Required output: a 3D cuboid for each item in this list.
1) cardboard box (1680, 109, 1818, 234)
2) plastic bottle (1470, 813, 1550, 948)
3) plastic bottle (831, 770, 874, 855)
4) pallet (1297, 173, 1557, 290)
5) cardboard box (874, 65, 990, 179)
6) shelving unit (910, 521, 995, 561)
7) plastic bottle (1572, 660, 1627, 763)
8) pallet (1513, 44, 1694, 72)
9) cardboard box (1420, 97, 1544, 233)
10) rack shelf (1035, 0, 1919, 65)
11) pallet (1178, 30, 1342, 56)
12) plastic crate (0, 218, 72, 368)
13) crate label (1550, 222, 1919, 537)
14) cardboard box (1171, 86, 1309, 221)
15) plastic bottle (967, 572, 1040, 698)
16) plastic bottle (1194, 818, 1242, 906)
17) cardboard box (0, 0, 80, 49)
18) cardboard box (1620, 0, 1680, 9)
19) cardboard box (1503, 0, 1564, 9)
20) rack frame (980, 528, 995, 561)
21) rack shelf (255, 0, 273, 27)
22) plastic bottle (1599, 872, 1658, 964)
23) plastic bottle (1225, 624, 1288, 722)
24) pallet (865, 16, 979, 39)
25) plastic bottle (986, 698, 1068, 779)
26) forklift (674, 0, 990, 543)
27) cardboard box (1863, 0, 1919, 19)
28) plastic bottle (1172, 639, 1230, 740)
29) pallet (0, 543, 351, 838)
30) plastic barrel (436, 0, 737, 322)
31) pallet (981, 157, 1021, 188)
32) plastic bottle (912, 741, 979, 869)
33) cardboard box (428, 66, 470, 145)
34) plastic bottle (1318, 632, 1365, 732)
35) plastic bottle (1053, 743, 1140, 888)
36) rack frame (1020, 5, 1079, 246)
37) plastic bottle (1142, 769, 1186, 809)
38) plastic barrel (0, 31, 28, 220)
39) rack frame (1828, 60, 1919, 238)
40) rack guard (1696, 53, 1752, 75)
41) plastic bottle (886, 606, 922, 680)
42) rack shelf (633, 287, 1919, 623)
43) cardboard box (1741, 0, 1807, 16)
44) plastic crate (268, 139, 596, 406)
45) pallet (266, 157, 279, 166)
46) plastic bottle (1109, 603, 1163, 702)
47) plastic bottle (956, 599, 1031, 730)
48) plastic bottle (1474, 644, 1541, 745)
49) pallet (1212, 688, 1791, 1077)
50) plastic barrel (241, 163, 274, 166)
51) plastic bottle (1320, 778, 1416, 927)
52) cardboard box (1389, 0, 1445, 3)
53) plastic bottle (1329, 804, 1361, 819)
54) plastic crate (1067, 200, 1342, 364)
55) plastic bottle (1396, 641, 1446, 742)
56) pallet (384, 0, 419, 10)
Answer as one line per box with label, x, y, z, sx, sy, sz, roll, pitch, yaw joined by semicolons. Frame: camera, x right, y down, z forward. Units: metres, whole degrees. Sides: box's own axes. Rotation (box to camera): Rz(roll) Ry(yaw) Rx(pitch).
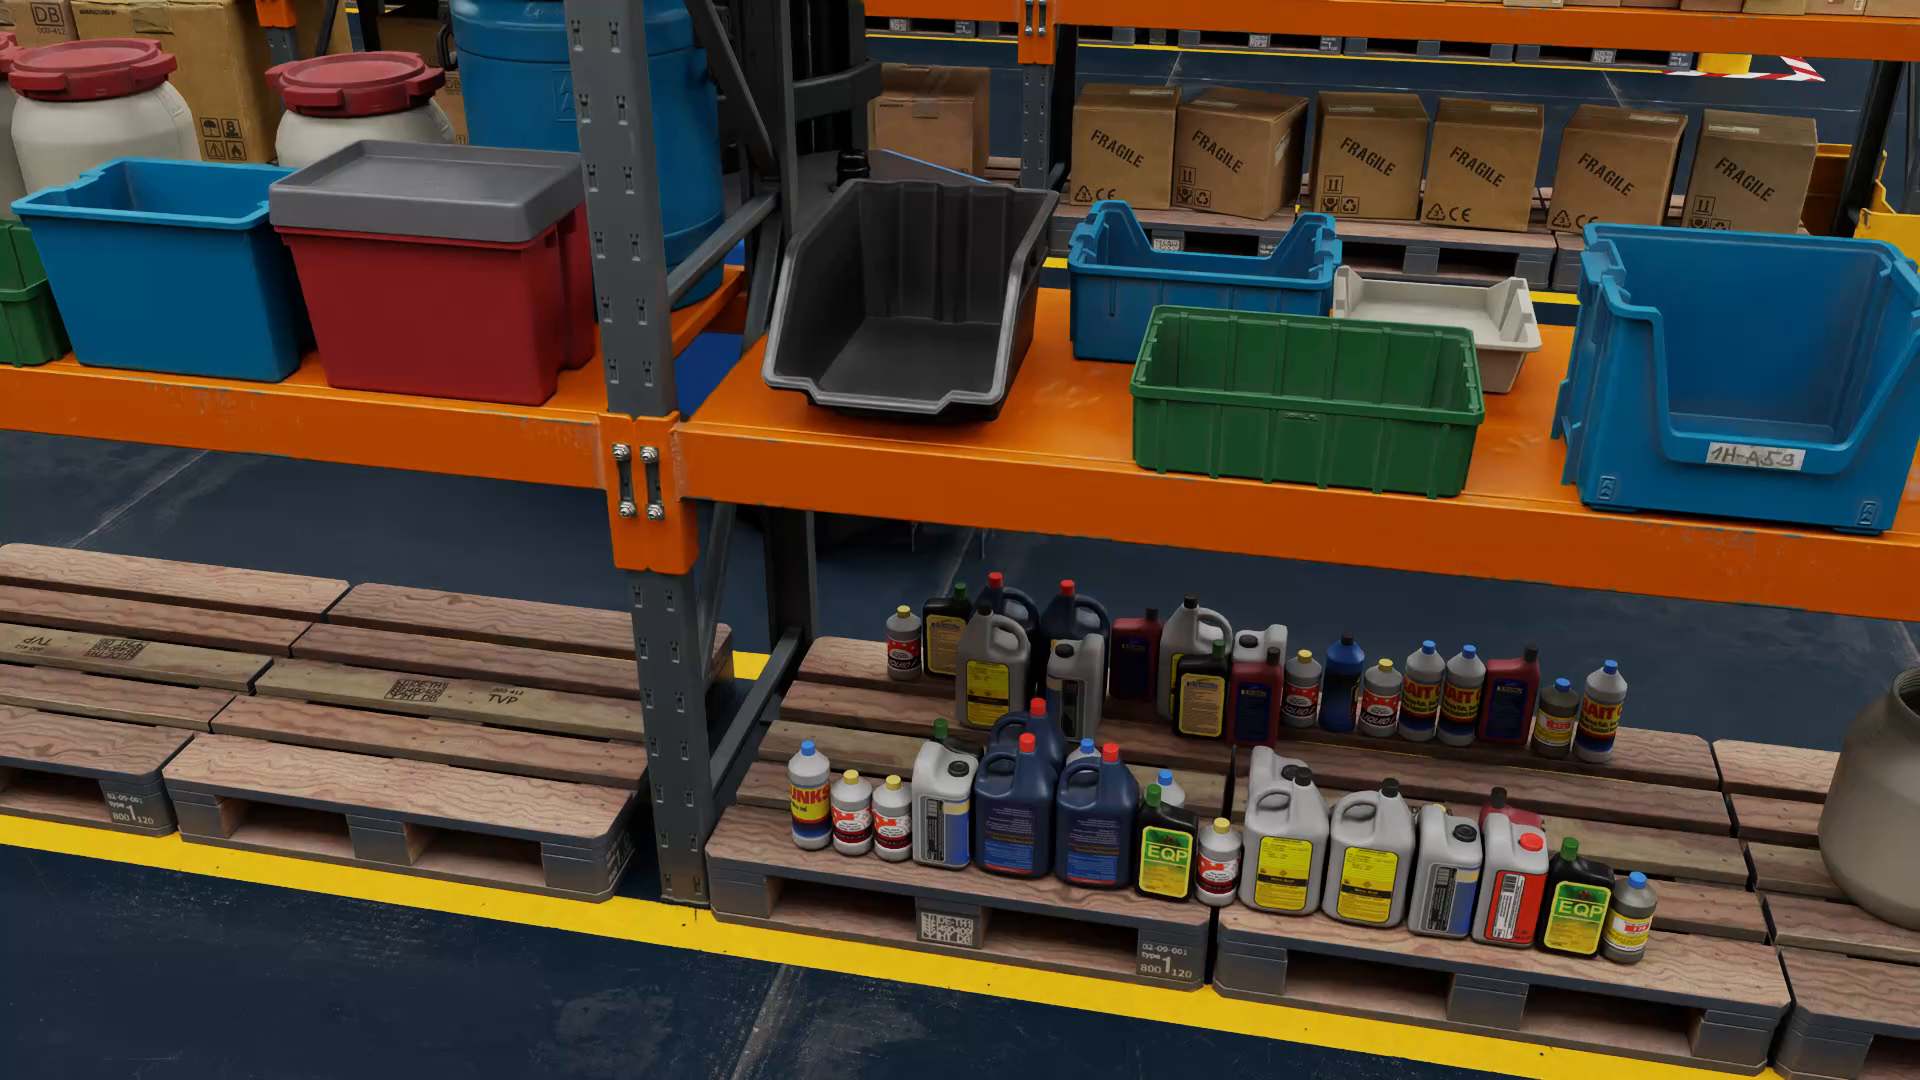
cardboard box;3.765;-1.732;7.955;0.500;0.500;0.500;11;31;20
plastic bottle;1.210;0.738;3.657;0.135;0.276;0.152;6;29;11
plastic bottle;-0.254;0.634;3.925;0.097;0.201;0.097;0;29;0
pallet;2.322;-1.580;8.415;1.213;0.211;1.003;6;29;11
cardboard box;-0.135;-2.143;8.685;0.500;0.500;0.700;4;29;7
shelving unit;-0.024;-0.448;5.476;0.252;1.050;0.215;7;29;12
plastic bottle;1.630;0.428;4.227;0.097;0.271;0.097;0;29;0
pallet;4.709;-3.713;12.312;1.213;0.211;1.003;6;29;11
cardboard box;2.565;-1.847;8.166;0.500;0.500;0.500;9;30;15
rack shelf;2.417;-2.459;7.866;4.000;0.370;1.077;6;29;11
pallet;2.323;-3.958;12.759;1.213;0.211;1.003;6;29;11
plastic crate;-2.336;-0.598;3.939;0.662;0.188;0.450;6;29;11
crate label;1.482;-0.321;3.175;0.616;0.435;0.502;6;29;11
cardboard box;1.405;-1.950;8.353;0.500;0.500;0.500;16;32;26
plastic bottle;0.116;0.250;4.471;0.185;0.351;0.144;5;29;9
plastic bottle;0.586;0.720;3.767;0.097;0.201;0.097;0;29;0
cardboard box;-4.992;-2.800;9.516;0.875;0.875;1.225;6;29;11
cardboard box;3.074;-2.498;7.451;0.250;0.149;0.380;6;29;11
cardboard box;2.562;-2.496;7.447;0.250;0.149;0.380;6;29;11
rack frame;0.095;-0.435;5.451;0.008;1.050;0.200;7;29;12
rack shelf;-5.407;-3.261;9.332;4.000;0.370;1.077;6;29;11
plastic bottle;1.451;0.809;3.605;0.097;0.201;0.097;0;29;0
plastic bottle;0.778;0.352;4.361;0.135;0.276;0.152;6;29;11
pallet;-0.372;-4.234;13.264;1.213;0.211;1.003;6;29;11
plastic bottle;0.159;0.528;3.962;0.185;0.351;0.144;6;29;11
forklift;-1.116;-1.895;6.159;1.130;2.935;3.031;-24;37;-37
cardboard box;4.051;-2.395;7.263;0.250;0.149;0.380;6;29;11
plastic bottle;0.624;0.381;4.300;0.133;0.283;0.061;6;29;11
pallet;-2.546;0.393;4.813;1.213;0.211;1.003;6;29;11
plastic barrel;-0.888;-1.050;4.021;0.708;0.901;0.600;6;29;11
pallet;-0.301;-1.829;8.871;1.213;0.211;1.003;6;29;11
plastic bottle;-0.032;0.610;3.889;0.135;0.276;0.152;7;29;12
cardboard box;-2.792;-2.415;9.182;0.500;0.500;0.700;4;29;8
plastic bottle;0.999;0.363;4.346;0.097;0.271;0.097;0;29;0
plastic bottle;0.314;0.615;3.803;0.185;0.351;0.144;5;29;8
rack frame;0.461;-2.975;8.060;0.127;3.000;1.000;6;29;11
plastic bottle;0.465;0.647;3.828;0.097;0.271;0.097;0;29;0
plastic barrel;-2.604;-1.024;4.356;0.433;0.535;0.433;0;29;0
rack frame;4.373;-2.574;7.327;0.127;3.000;1.000;6;29;11
rack guard;5.531;-3.794;12.159;0.348;0.500;1.175;6;29;11
plastic bottle;-0.154;0.276;4.578;0.097;0.201;0.097;0;29;0
rack shelf;1.382;-0.133;3.618;4.000;0.370;1.077;6;29;11
cardboard box;3.551;-2.421;7.311;0.250;0.149;0.380;6;29;11
plastic crate;-1.111;-0.582;3.622;0.583;0.464;0.402;6;29;11
pallet;-4.206;-2.267;9.671;1.213;0.211;1.003;6;29;11
plastic bottle;0.472;0.295;4.458;0.133;0.283;0.061;8;30;14
plastic bottle;0.086;0.317;4.347;0.185;0.351;0.144;6;29;11
plastic bottle;1.413;0.392;4.282;0.133;0.283;0.061;6;29;11
pallet;1.271;0.783;4.100;1.213;0.211;1.003;6;29;11
plastic barrel;-1.836;-0.793;4.218;0.301;0.262;0.301;0;29;0
plastic bottle;0.911;0.676;3.691;0.185;0.351;0.144;7;29;13
cardboard box;2.078;-2.558;7.560;0.250;0.149;0.380;6;29;11
plastic bottle;0.894;0.681;3.839;0.097;0.201;0.097;0;29;0
plastic crate;0.565;-0.600;3.877;0.616;0.251;0.499;6;29;11
plastic bottle;1.197;0.384;4.309;0.097;0.271;0.097;0;29;0
pallet;-4.270;-4.674;14.068;1.213;0.211;1.003;6;29;11
